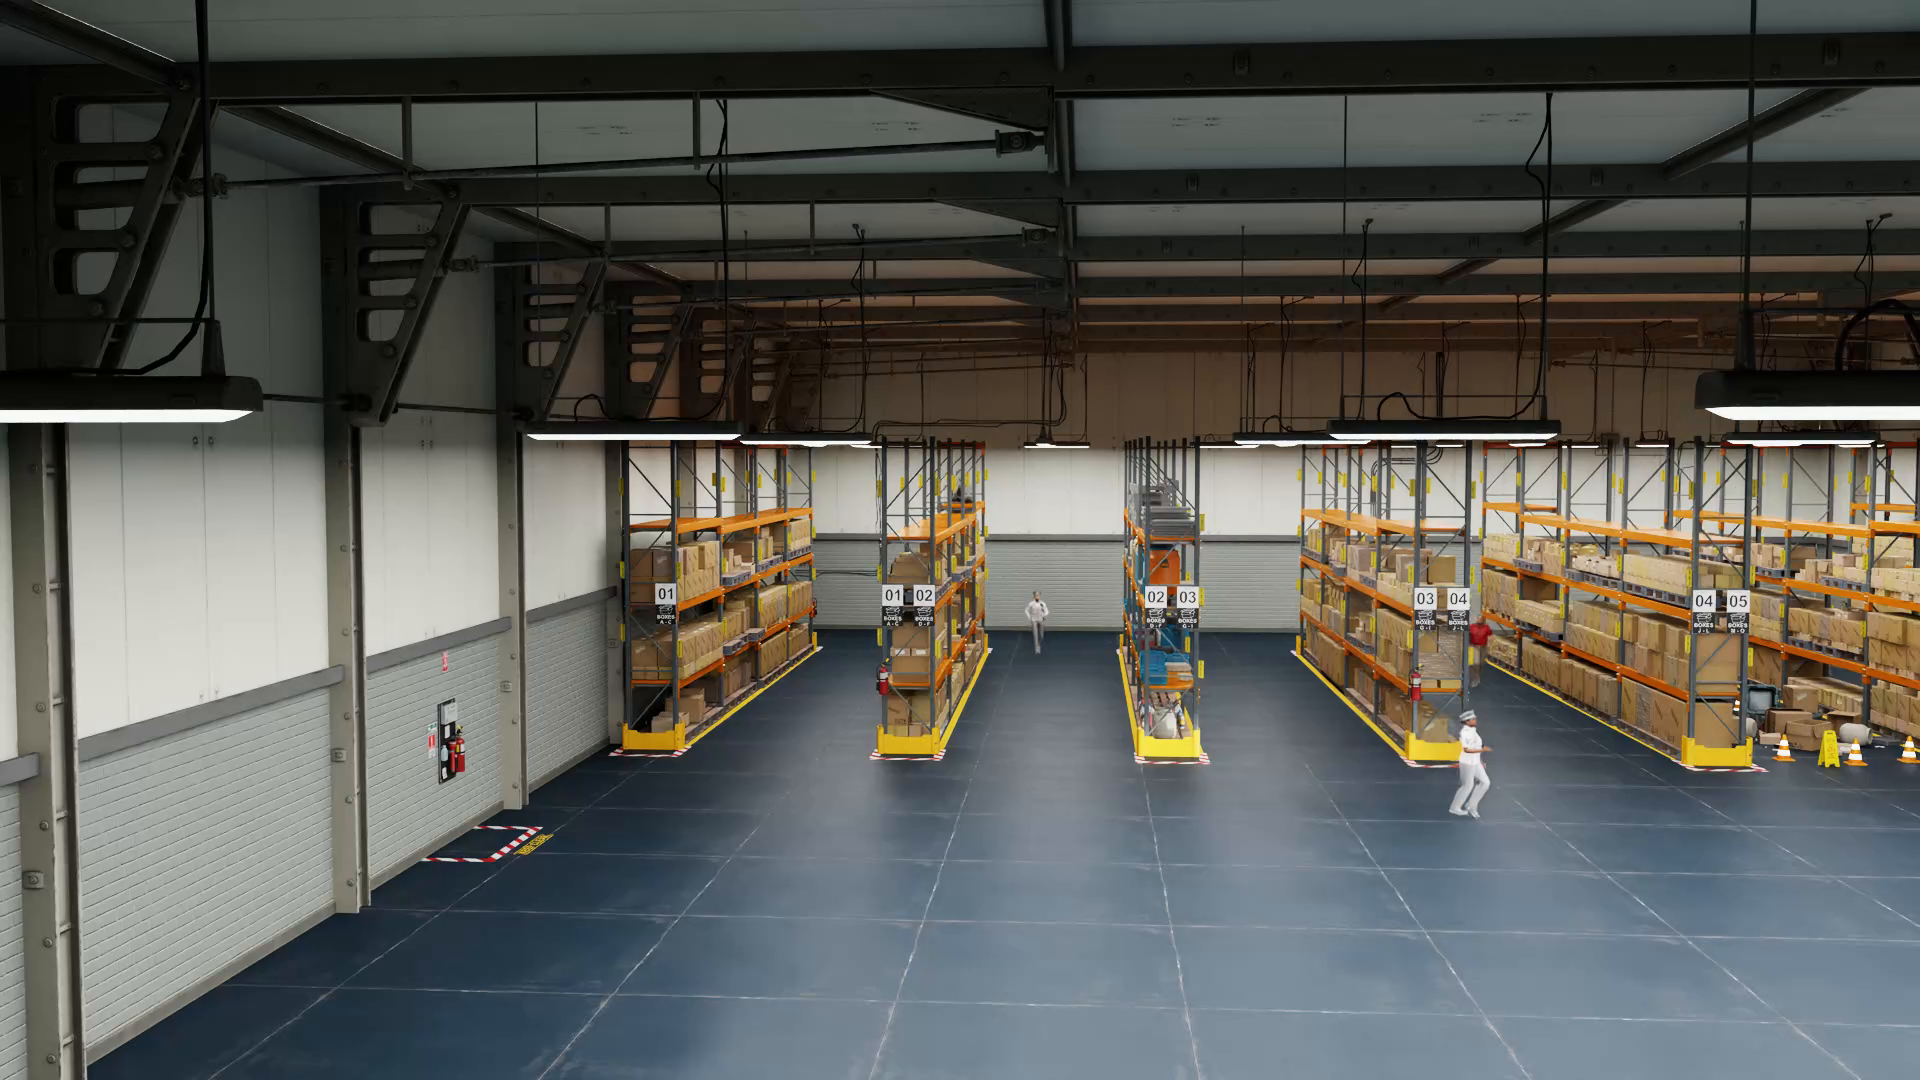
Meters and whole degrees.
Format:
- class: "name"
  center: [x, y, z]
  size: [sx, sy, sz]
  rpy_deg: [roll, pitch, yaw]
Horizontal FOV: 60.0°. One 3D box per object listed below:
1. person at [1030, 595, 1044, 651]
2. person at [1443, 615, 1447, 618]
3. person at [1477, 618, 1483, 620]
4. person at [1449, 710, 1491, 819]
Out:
- class: "person"
  center: [2.074, 2.190, 44.880]
  size: [0.370, 1.566, 0.540]
  rpy_deg: [0, 3, -6]
- class: "person"
  center: [13.985, 1.907, 47.209]
  size: [0.470, 0.918, 0.663]
  rpy_deg: [-2, 4, -30]
- class: "person"
  center: [12.611, 1.911, 40.350]
  size: [0.164, 0.052, 0.161]
  rpy_deg: [0, 3, 1]
- class: "person"
  center: [7.957, 3.500, 25.863]
  size: [0.660, 1.727, 0.490]
  rpy_deg: [2, 4, 33]
